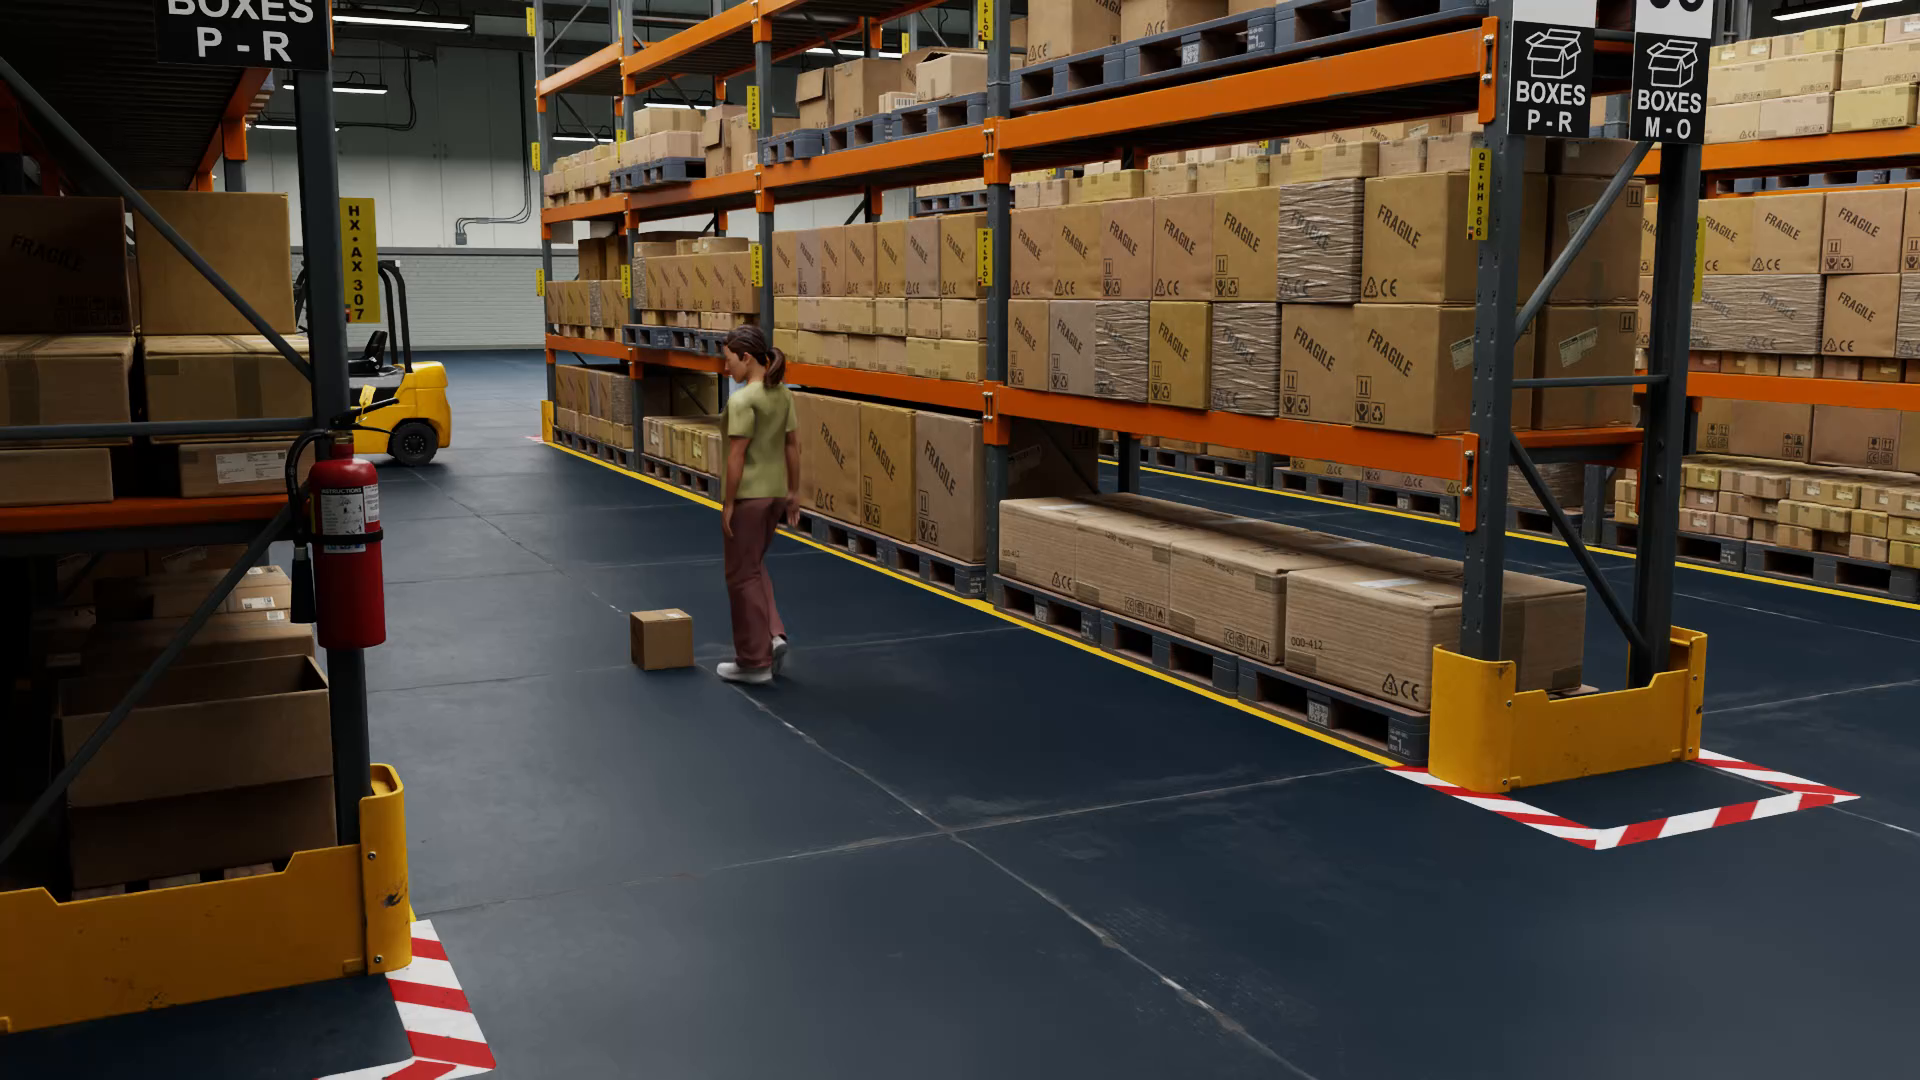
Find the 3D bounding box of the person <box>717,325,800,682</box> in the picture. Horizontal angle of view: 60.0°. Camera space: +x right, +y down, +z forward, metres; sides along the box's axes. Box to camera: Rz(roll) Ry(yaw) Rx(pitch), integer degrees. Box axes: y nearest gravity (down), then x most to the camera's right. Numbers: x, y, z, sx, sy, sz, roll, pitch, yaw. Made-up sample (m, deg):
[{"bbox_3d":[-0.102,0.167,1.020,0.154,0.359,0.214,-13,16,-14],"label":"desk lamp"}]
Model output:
[{"bbox_3d":[-0.991,-0.150,7.826,0.438,1.715,0.475,5,10,30],"label":"person"}]
